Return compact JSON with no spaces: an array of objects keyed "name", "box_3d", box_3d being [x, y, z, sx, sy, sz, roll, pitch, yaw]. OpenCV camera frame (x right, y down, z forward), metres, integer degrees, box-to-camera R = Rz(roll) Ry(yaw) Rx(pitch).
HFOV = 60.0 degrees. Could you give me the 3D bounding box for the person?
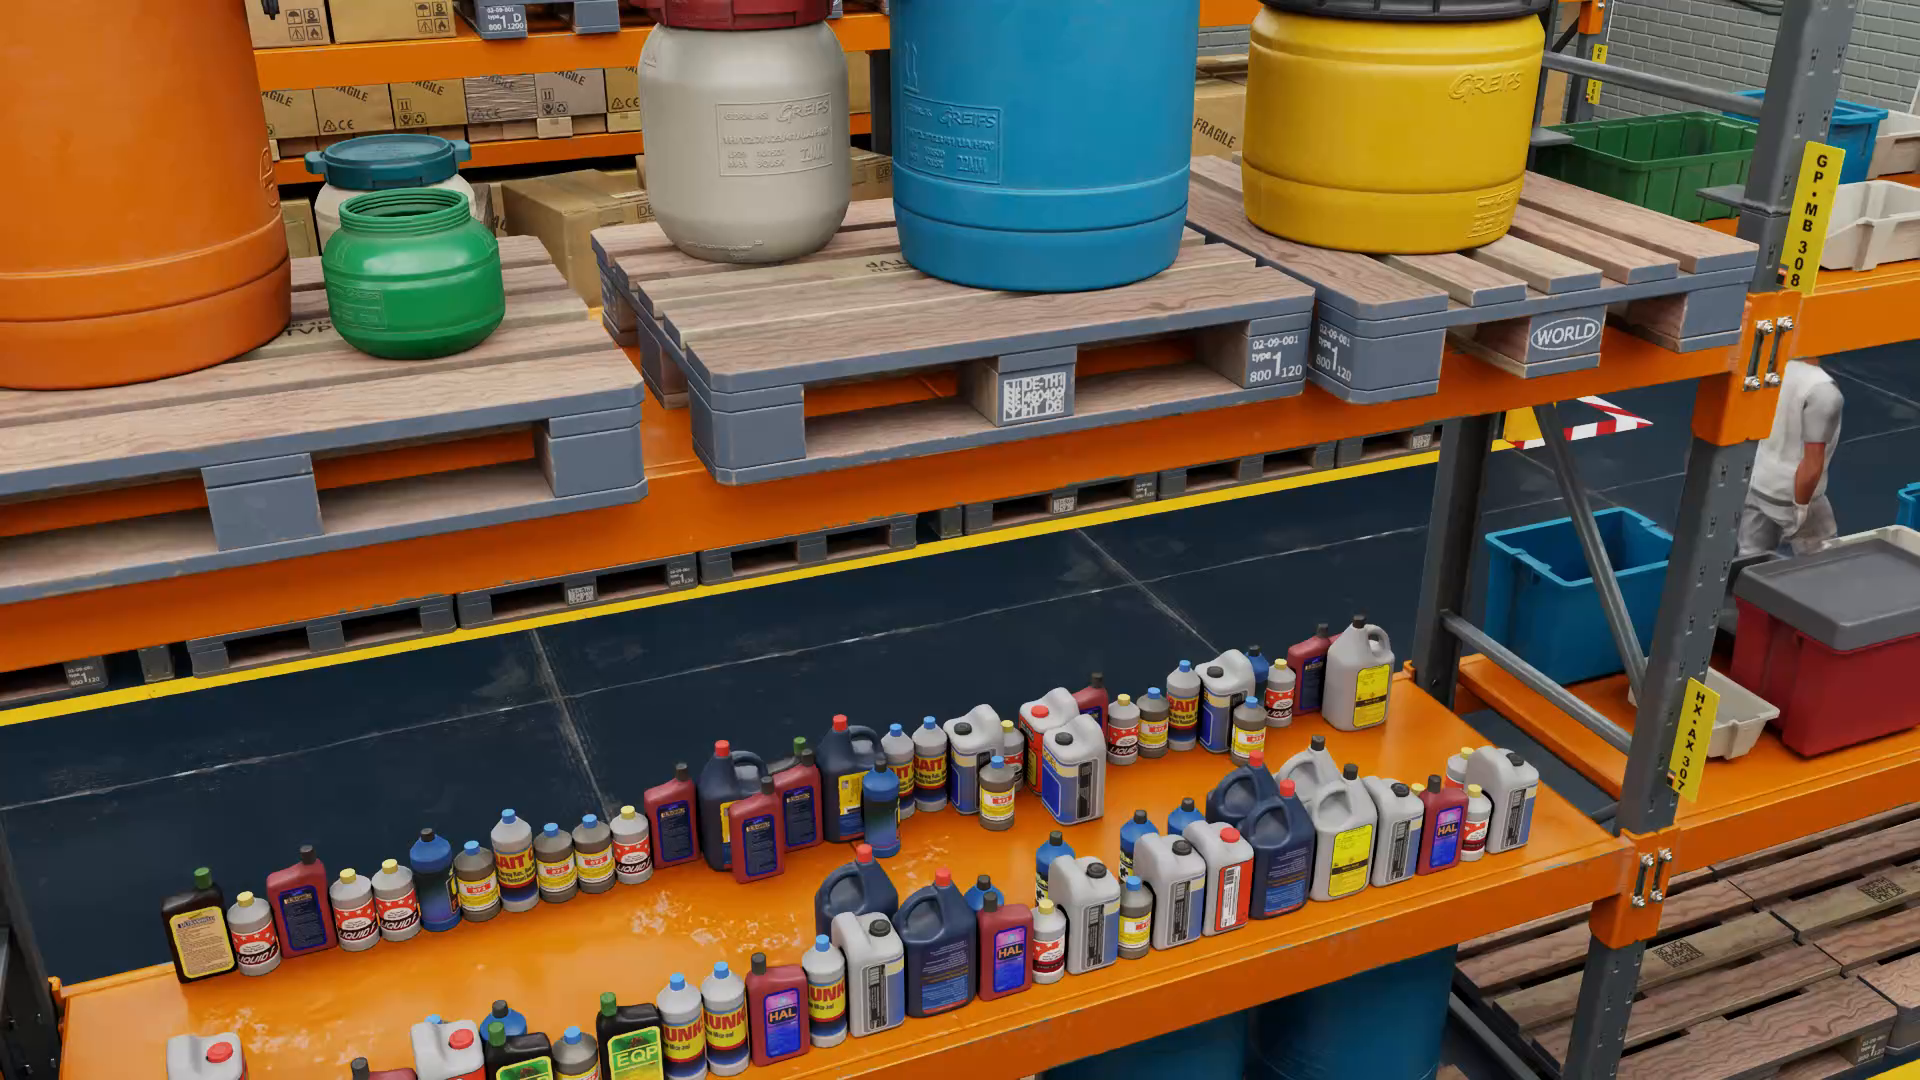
[{"name":"person","box_3d":[3.721,-0.234,7.518,0.481,1.780,0.526,-9,27,-18]}]
